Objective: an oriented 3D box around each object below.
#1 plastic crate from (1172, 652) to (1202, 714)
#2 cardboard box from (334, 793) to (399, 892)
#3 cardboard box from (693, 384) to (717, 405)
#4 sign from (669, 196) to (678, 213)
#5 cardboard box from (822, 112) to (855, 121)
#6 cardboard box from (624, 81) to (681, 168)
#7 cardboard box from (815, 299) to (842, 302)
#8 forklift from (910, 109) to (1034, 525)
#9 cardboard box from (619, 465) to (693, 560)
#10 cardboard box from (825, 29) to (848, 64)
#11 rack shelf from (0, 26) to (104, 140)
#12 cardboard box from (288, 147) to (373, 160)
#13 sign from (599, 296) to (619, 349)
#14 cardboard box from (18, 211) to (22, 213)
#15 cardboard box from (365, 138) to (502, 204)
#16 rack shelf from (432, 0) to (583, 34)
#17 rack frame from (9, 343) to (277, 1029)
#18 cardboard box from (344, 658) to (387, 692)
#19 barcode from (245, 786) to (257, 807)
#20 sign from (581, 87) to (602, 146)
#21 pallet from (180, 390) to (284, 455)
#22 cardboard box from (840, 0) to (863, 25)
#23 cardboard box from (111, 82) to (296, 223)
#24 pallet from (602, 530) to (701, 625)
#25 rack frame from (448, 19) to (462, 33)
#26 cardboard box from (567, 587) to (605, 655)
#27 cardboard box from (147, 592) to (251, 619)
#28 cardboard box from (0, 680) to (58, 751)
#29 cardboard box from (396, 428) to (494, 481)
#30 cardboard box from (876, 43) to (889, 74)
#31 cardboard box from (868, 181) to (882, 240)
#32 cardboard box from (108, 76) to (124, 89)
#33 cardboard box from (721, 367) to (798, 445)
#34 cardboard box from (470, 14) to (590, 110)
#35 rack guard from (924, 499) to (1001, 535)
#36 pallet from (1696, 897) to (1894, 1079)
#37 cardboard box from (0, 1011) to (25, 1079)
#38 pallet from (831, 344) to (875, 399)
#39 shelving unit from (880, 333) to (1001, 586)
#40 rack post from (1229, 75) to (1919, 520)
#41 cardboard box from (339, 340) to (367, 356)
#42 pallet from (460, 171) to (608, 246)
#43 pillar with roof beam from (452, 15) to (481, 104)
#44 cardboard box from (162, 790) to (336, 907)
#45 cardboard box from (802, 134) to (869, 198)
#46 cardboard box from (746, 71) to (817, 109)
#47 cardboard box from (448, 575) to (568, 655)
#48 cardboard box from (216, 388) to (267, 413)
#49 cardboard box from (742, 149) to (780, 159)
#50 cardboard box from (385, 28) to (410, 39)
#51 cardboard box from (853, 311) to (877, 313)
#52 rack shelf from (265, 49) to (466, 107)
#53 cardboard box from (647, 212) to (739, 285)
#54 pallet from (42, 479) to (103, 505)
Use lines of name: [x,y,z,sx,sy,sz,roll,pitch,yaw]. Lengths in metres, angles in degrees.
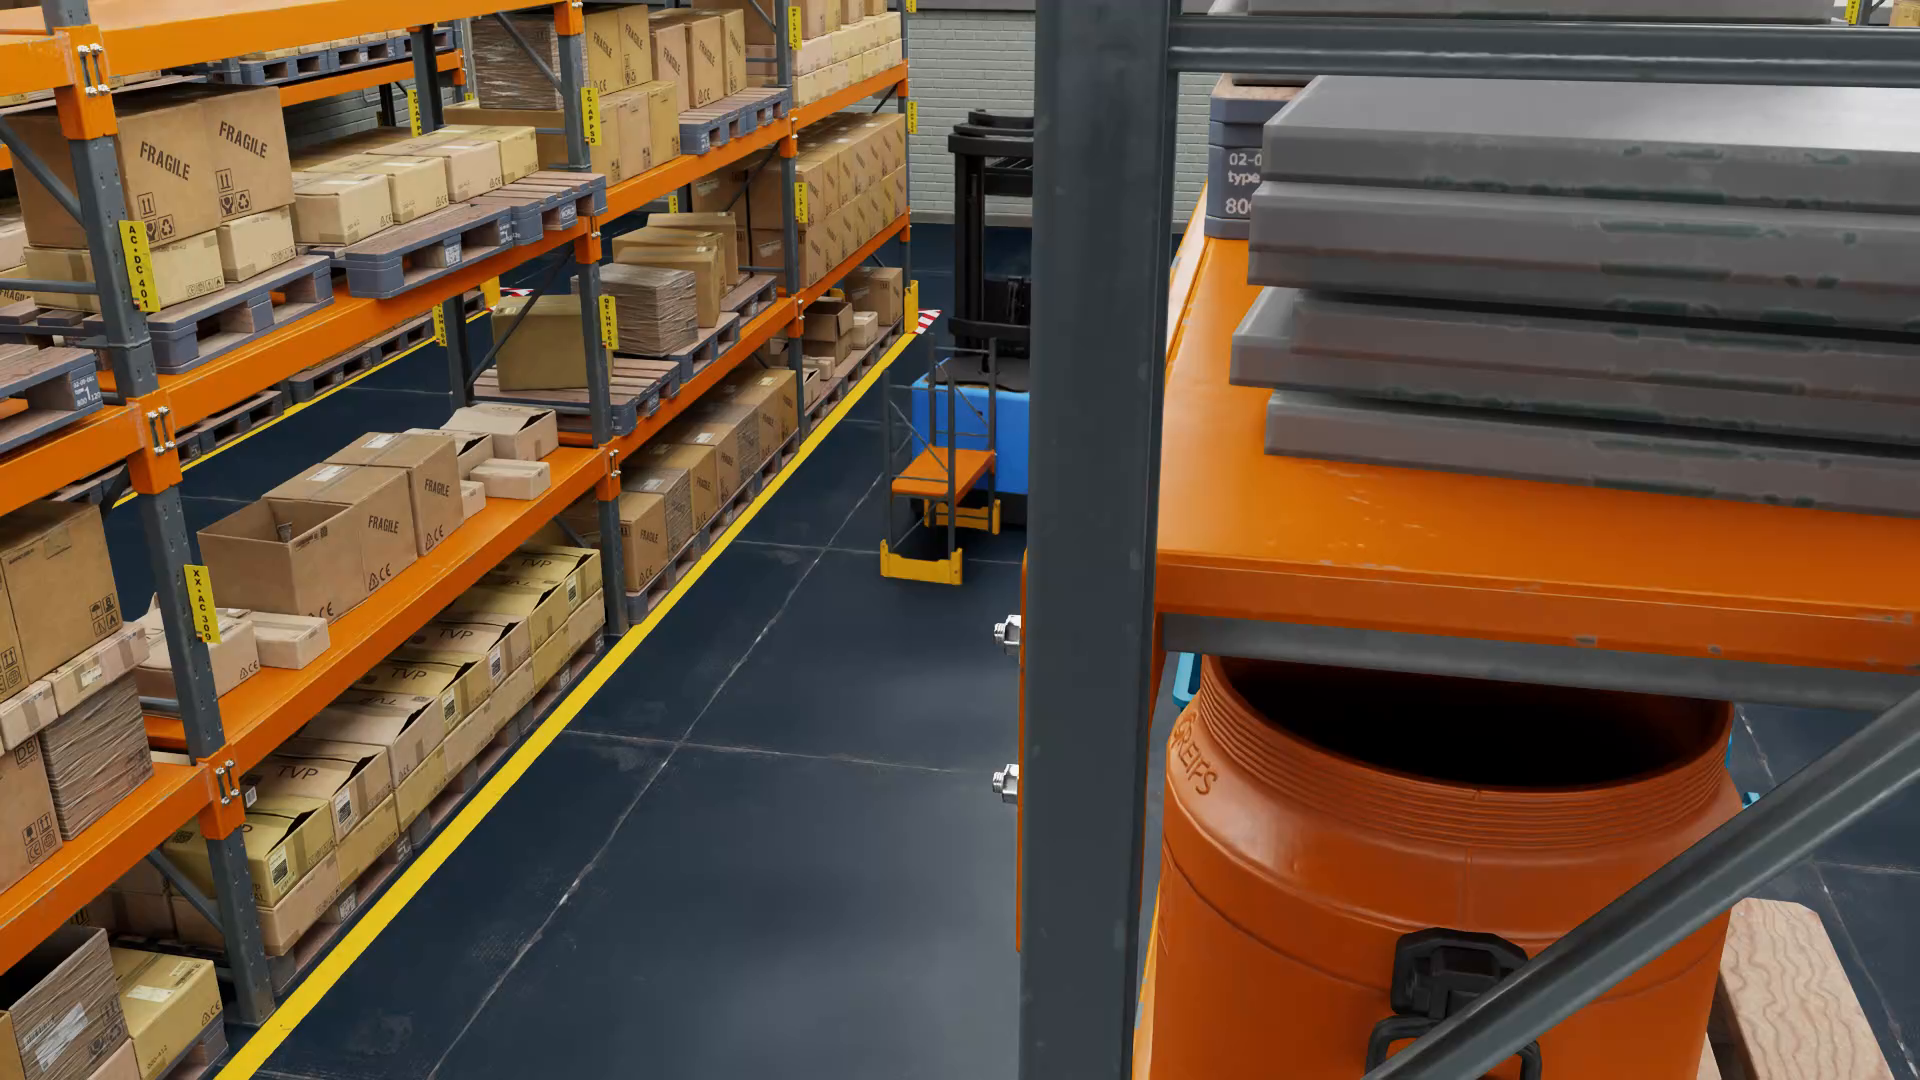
plastic crate: [0.644,0.384,3.390,0.392,0.384,0.575,4,22,11]
cardboard box: [-3.052,1.412,7.951,0.500,0.250,0.500,5,22,12]
cardboard box: [-2.285,-0.969,13.502,0.500,0.500,0.500,5,22,12]
sign: [-2.383,-2.719,13.931,0.100,0.325,0.005,4,22,11]
cardboard box: [-1.383,-4.110,17.071,0.500,0.500,0.500,5,23,13]
cardboard box: [-2.400,-2.793,11.123,0.910,0.500,0.500,4,22,11]
cardboard box: [-1.525,-2.310,17.166,0.500,0.250,0.500,4,22,11]
forklift: [0.582,-1.989,13.370,1.130,2.935,3.031,7,23,18]
cardboard box: [-2.192,-0.197,11.585,0.500,0.500,0.500,4,22,9]
cardboard box: [-1.294,-4.356,14.672,0.500,0.250,0.500,4,22,11]
rack shelf: [-3.891,-0.885,4.004,1.077,0.370,4.000,4,22,11]
cardboard box: [-6.281,-3.525,16.689,0.980,0.700,0.700,3,22,8]
sign: [-2.122,-1.312,10.046,0.100,0.325,0.005,4,22,11]
cardboard box: [-6.866,-2.447,12.852,0.500,0.250,0.500,4,22,10]
cardboard box: [-2.793,-1.969,8.851,0.500,0.250,0.500,5,22,12]
rack shelf: [-2.258,-3.811,11.269,1.077,0.370,4.000,4,22,11]
rack frame: [-3.483,0.647,6.732,1.000,3.000,0.127,4,22,11]
cardboard box: [-3.370,0.741,8.867,0.500,0.311,0.500,4,22,10]
barcode: [-3.023,1.095,7.090,0.001,0.075,0.075,4,22,11]
sign: [-2.125,-2.439,9.580,0.100,0.325,0.005,4,22,11]
pallet: [-6.784,-1.074,14.737,1.003,0.211,1.213,4,22,11]
cardboard box: [-1.305,-5.087,15.481,0.700,0.500,0.500,4,22,11]
cardboard box: [-3.224,-1.650,7.055,0.500,0.500,0.500,7,23,16]
pallet: [-2.477,0.207,11.556,1.003,0.211,1.213,4,22,11]
rack frame: [-5.884,-6.901,17.443,1.000,3.000,0.127,4,22,11]
cardboard box: [-2.535,0.476,10.276,0.500,0.250,0.500,5,22,12]
cardboard box: [-3.483,0.374,7.590,0.396,0.266,0.258,4,22,10]
cardboard box: [-3.432,0.602,5.842,0.380,0.149,0.250,4,22,9]
cardboard box: [-3.038,-0.462,9.606,0.500,0.311,0.500,4,22,10]
cardboard box: [-0.993,-4.674,16.128,0.500,0.250,0.500,4,22,11]
cardboard box: [-1.068,-3.232,16.228,0.500,0.500,0.500,5,22,11]
cardboard box: [-7.038,-3.775,12.974,0.700,0.500,0.500,4,22,10]
cardboard box: [-1.670,-1.121,13.879,0.500,0.500,0.500,4,22,11]
cardboard box: [-2.571,-2.877,9.994,0.500,0.500,0.500,4,22,11]
rack guard: [0.016,-0.198,12.511,0.587,0.250,0.087,6,23,15]
pallet: [0.814,0.890,2.366,1.003,0.211,1.213,4,22,11]
cardboard box: [-3.575,1.931,5.658,0.500,0.500,0.500,4,22,11]
pallet: [-1.462,-1.684,16.252,1.003,0.211,1.213,4,22,11]
shelving unit: [-0.127,-0.600,11.835,0.587,1.500,1.083,6,23,15]
rack post: [0.828,-0.329,1.794,0.937,0.300,0.954,7,23,17]
cardboard box: [-6.342,-2.140,16.435,0.700,0.500,0.500,4,22,10]
pallet: [-2.717,-1.865,9.206,1.213,0.211,1.003,6,23,13]
pillar with roof beam: [-1.966,-7.626,19.243,9.100,9.000,0.400,4,22,11]
cardboard box: [-3.154,1.335,7.391,0.500,0.311,0.500,5,22,11]
cardboard box: [-1.164,-3.506,15.570,0.500,0.500,0.500,5,23,13]
cardboard box: [-1.509,-3.760,13.859,0.500,0.250,0.500,4,22,11]
cardboard box: [-2.632,0.405,9.699,0.500,0.311,0.500,4,22,10]
cardboard box: [-6.706,-1.605,14.639,0.750,0.750,0.750,5,22,12]
cardboard box: [-1.898,-3.181,14.765,0.500,0.500,0.500,4,22,10]
cardboard box: [-5.879,-5.202,16.746,0.500,0.250,0.500,4,22,9]
cardboard box: [-1.074,-2.273,17.185,0.380,0.166,0.250,4,22,11]
rack shelf: [-6.292,-4.444,16.321,1.077,0.370,4.000,4,22,11]
cardboard box: [-2.166,-2.364,13.512,0.700,0.500,0.500,-3,22,-7]
pallet: [-7.282,-0.181,12.521,1.003,0.211,1.213,4,22,11]
